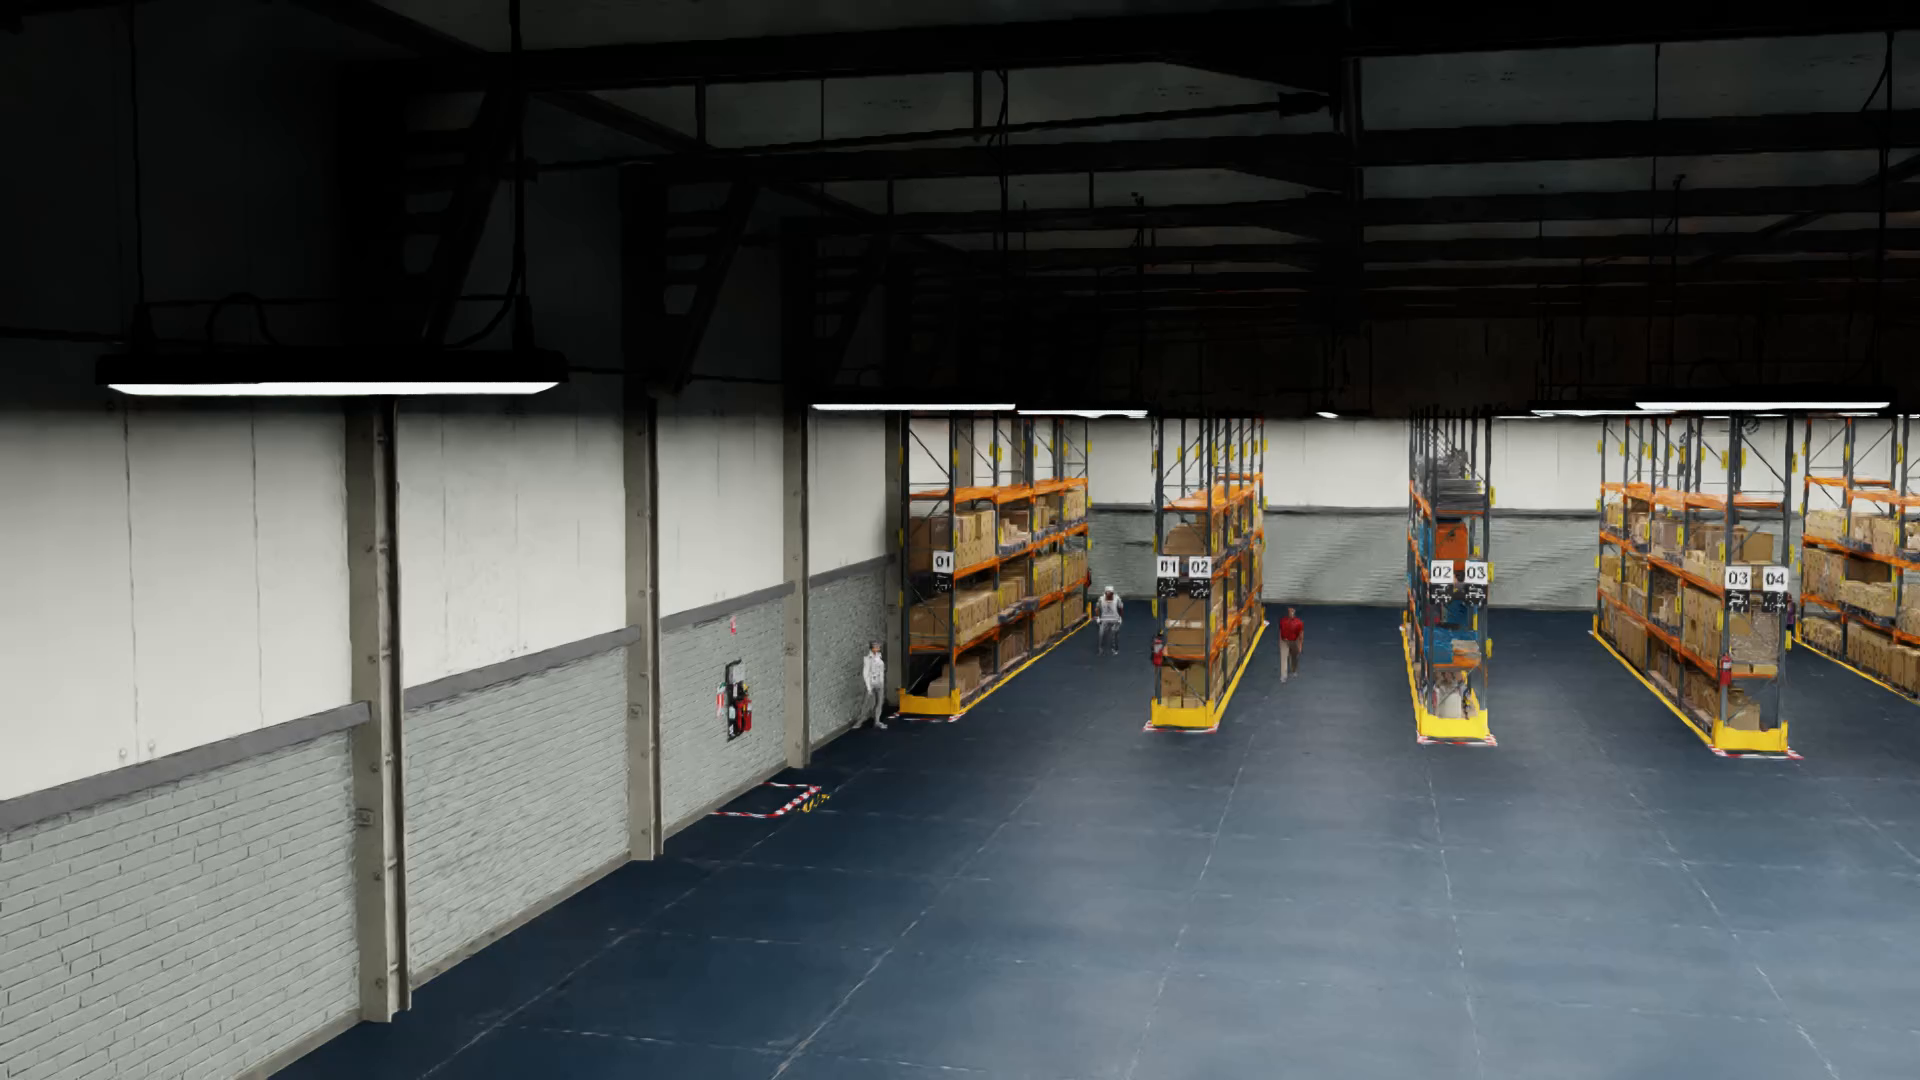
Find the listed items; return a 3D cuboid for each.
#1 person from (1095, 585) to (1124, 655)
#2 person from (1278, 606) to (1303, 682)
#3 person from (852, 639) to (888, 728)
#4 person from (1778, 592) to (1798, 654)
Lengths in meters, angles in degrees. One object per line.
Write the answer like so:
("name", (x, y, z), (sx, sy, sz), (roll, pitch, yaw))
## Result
("person", (3.637, 1.958, 40.527), (0.702, 1.735, 0.548), (1, 4, 13))
("person", (7.270, 2.262, 36.545), (0.540, 1.646, 1.120), (1, 4, 12))
("person", (-1.687, 2.674, 30.936), (0.633, 1.675, 0.446), (-3, 5, -39))
("person", (20.256, 2.040, 40.816), (0.566, 1.526, 0.519), (1, 4, 12))
